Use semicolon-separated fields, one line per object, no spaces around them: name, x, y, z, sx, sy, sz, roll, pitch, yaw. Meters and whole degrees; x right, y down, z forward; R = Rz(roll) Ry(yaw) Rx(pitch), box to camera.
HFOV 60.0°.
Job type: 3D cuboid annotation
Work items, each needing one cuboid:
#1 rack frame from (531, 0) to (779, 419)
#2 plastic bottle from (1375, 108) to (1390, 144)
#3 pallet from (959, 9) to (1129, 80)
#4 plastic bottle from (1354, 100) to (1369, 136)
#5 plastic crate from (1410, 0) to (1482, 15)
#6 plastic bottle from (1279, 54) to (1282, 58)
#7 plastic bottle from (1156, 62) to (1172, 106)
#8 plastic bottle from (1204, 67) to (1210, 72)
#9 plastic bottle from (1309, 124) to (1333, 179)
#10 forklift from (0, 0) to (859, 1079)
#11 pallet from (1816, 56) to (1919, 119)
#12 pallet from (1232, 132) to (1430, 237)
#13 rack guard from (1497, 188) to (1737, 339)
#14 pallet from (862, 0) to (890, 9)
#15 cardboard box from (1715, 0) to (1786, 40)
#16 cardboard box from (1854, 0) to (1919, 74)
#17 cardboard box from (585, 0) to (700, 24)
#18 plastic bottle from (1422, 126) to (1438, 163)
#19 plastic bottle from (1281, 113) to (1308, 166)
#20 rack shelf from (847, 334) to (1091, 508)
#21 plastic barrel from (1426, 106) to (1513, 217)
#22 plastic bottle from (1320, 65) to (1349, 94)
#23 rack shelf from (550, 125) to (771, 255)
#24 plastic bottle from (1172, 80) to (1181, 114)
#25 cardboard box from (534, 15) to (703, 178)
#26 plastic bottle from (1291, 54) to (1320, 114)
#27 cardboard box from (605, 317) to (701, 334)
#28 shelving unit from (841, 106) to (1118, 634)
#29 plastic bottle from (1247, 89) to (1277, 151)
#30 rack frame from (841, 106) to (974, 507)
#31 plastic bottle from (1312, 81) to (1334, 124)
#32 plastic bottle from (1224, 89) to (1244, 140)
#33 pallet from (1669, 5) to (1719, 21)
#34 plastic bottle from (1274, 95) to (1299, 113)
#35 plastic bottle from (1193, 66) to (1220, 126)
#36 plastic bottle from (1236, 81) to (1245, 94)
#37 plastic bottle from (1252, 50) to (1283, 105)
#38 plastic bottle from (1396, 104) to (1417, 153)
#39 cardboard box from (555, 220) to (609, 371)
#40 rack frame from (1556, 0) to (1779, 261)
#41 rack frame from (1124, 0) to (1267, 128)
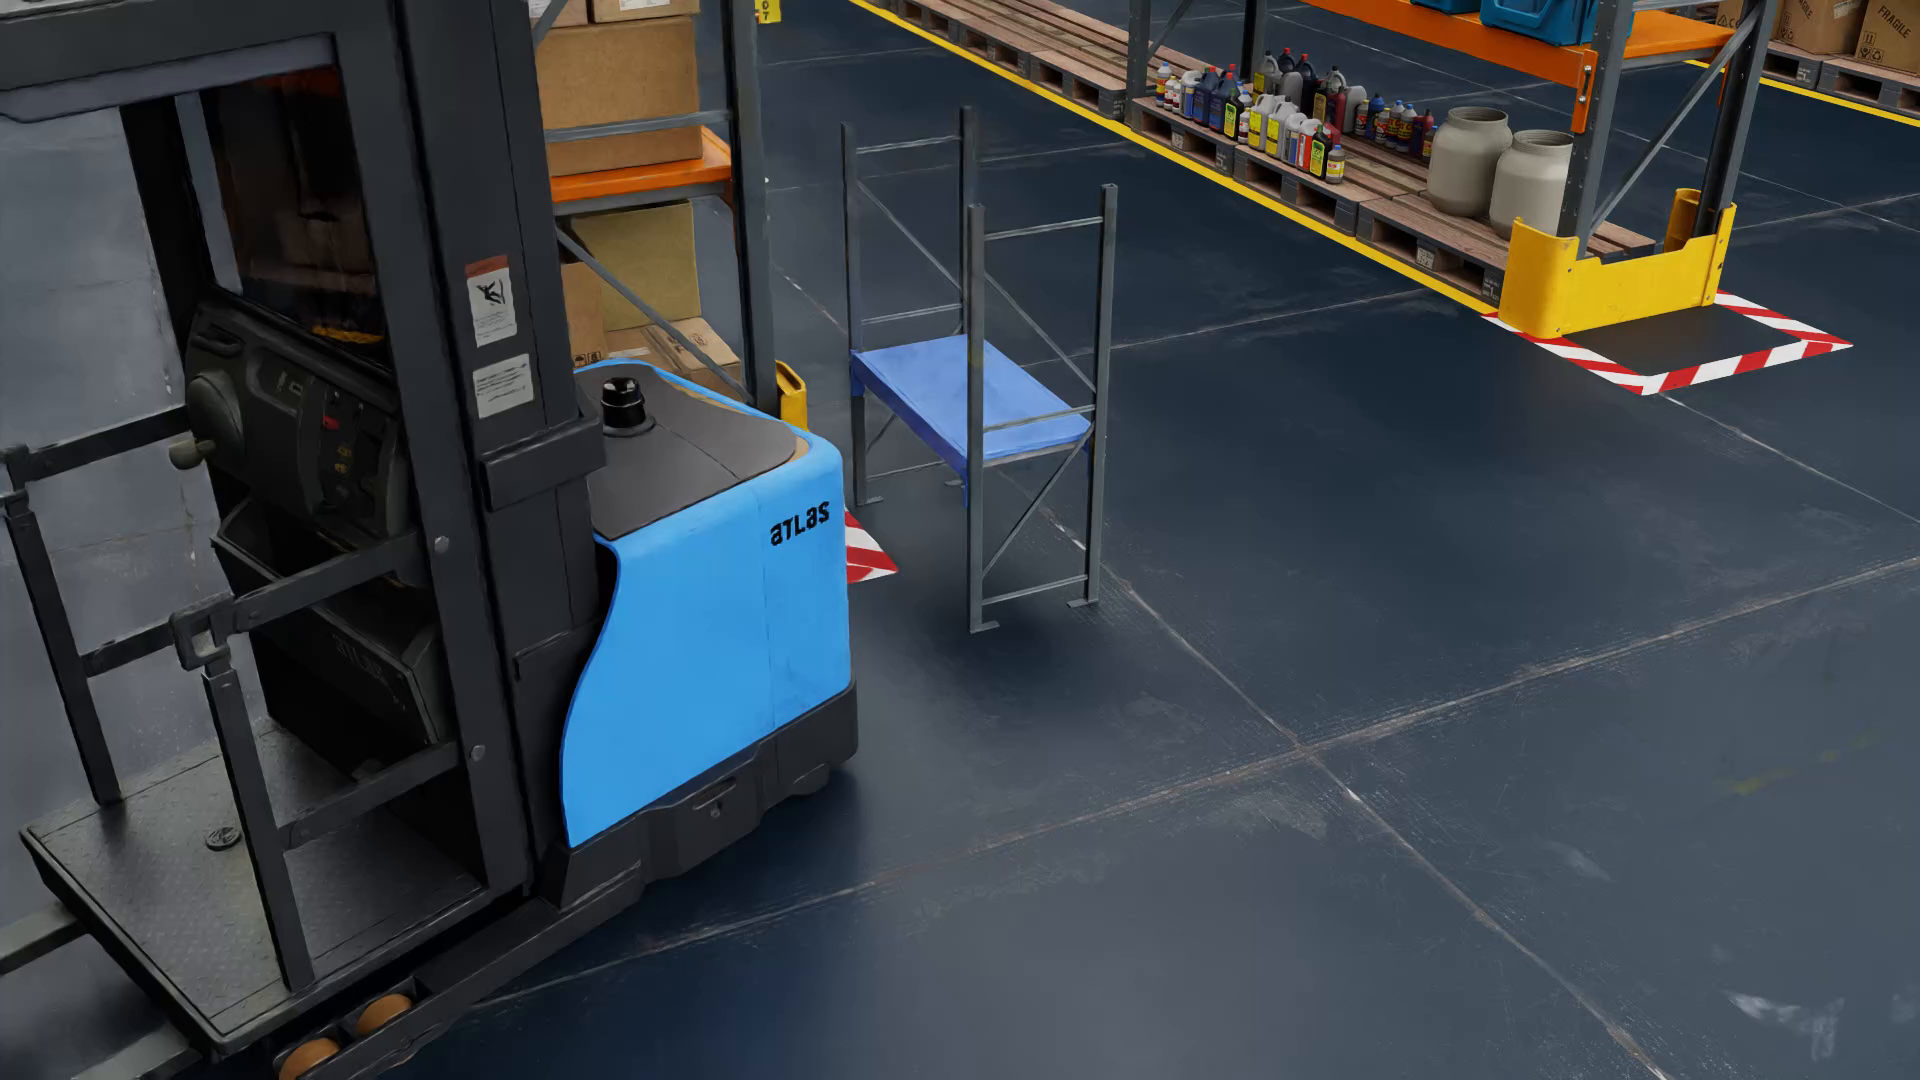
rack frame;-1.170;-1.397;5.674;1.000;3.000;0.127;-13;32;-22
plastic bottle;2.576;-2.512;10.074;0.097;0.201;0.097;0;29;0
pallet;0.688;-3.864;12.925;1.003;0.211;1.213;-13;32;-22
plastic bottle;2.488;-2.603;10.236;0.097;0.201;0.097;0;29;0
plastic crate;2.547;-2.817;8.358;0.499;0.251;0.408;-13;32;-22
plastic bottle;2.093;-3.066;10.978;0.061;0.283;0.133;-11;31;-20
plastic bottle;1.329;-2.971;10.821;0.097;0.271;0.097;0;29;0
plastic bottle;1.588;-2.862;10.614;0.061;0.283;0.133;-13;32;-22
plastic bottle;2.054;-2.209;9.450;0.061;0.283;0.133;-12;32;-21
forklift;-1.670;-0.228;3.659;1.130;2.935;3.031;24;37;36
pallet;6.909;-3.197;11.735;1.003;0.211;1.213;-13;32;-22
pallet;2.366;-2.141;9.852;1.003;0.211;1.213;-13;32;-22
rack guard;3.230;-1.369;8.179;1.175;0.500;0.348;-13;32;-22
pallet;-0.505;-5.092;15.115;1.003;0.211;1.213;-13;32;-22
cardboard box;6.197;-4.150;12.710;0.500;0.500;0.500;-14;32;-23
cardboard box;6.787;-3.641;11.802;0.500;0.500;0.500;-16;33;-26
cardboard box;-1.144;-1.942;5.881;0.380;0.149;0.250;-13;32;-22
plastic bottle;2.764;-2.319;9.729;0.097;0.201;0.097;0;29;0
plastic bottle;1.978;-2.337;9.685;0.152;0.276;0.135;-14;32;-23
rack shelf;0.037;-0.460;5.904;0.538;0.185;1.000;-13;32;-22
plastic barrel;2.739;-2.029;8.916;0.421;0.512;0.421;0;29;0
plastic bottle;2.346;-2.787;10.412;0.144;0.351;0.185;-13;32;-22
rack shelf;-2.029;-1.966;7.425;1.077;0.370;4.000;-13;32;-22
plastic bottle;1.416;-2.851;10.678;0.097;0.201;0.097;0;29;0
cardboard box;-1.359;-1.649;6.022;0.700;0.500;0.500;-13;32;-22
plastic bottle;2.207;-2.930;10.667;0.144;0.351;0.185;-15;32;-24
cardboard box;-1.417;-0.884;7.142;0.500;0.250;0.500;-13;32;-22
shelving unit;0.037;-0.616;5.816;0.538;1.500;1.048;-13;32;-22
plastic bottle;1.823;-2.524;9.942;0.144;0.351;0.185;-13;32;-22
rack frame;-0.182;-0.841;6.216;0.500;1.500;0.032;-13;32;-22
plastic bottle;2.264;-2.725;10.370;0.061;0.283;0.133;-13;32;-22
plastic bottle;1.674;-2.600;10.148;0.061;0.283;0.133;-12;31;-20
pallet;5.726;-4.369;13.826;1.003;0.211;1.213;-13;32;-22
plastic bottle;1.946;-2.533;10.036;0.152;0.276;0.135;-13;32;-22
plastic bottle;1.560;-2.795;10.426;0.144;0.351;0.185;-12;32;-21
plastic bottle;1.731;-2.722;10.376;0.097;0.271;0.097;0;29;0
plastic bottle;1.995;-2.984;10.764;0.144;0.351;0.185;-13;32;-22
plastic bottle;2.661;-2.455;9.900;0.097;0.271;0.097;0;29;0
cardboard box;-1.669;-0.882;6.371;0.500;0.500;0.500;-13;32;-22
rack frame;3.305;-2.435;7.526;1.000;3.000;0.127;-13;32;-22
rack frame;1.588;-4.202;10.677;1.000;3.000;0.127;-13;32;-22
